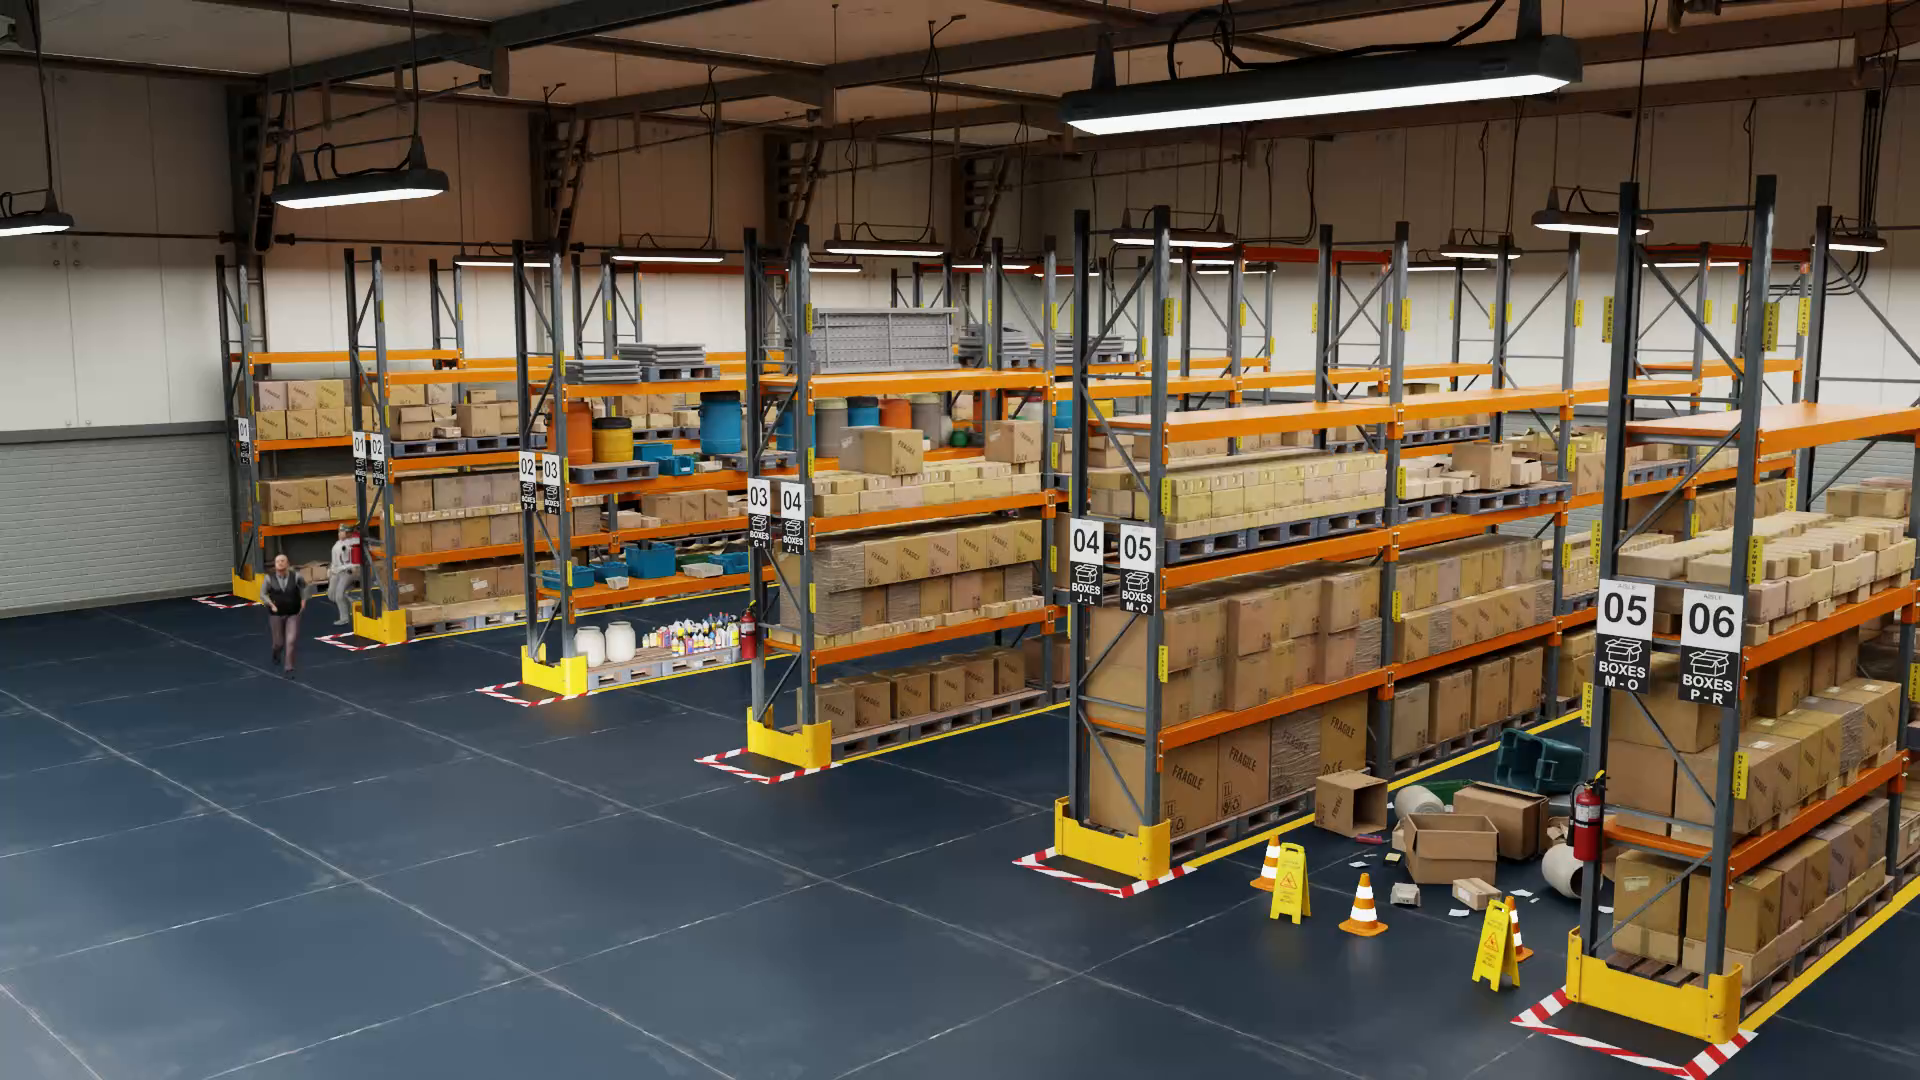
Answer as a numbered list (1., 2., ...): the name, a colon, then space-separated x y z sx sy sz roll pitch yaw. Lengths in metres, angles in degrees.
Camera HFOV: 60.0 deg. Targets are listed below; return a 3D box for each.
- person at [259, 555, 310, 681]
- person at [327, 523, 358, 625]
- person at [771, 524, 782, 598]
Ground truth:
1. person: -9.421 1.050 23.242 0.670 1.720 0.840 -3 9 -22
2. person: -9.981 0.540 26.935 0.605 1.643 0.531 5 9 31
3. person: -2.899 0.092 27.754 0.663 1.749 0.494 7 11 42
